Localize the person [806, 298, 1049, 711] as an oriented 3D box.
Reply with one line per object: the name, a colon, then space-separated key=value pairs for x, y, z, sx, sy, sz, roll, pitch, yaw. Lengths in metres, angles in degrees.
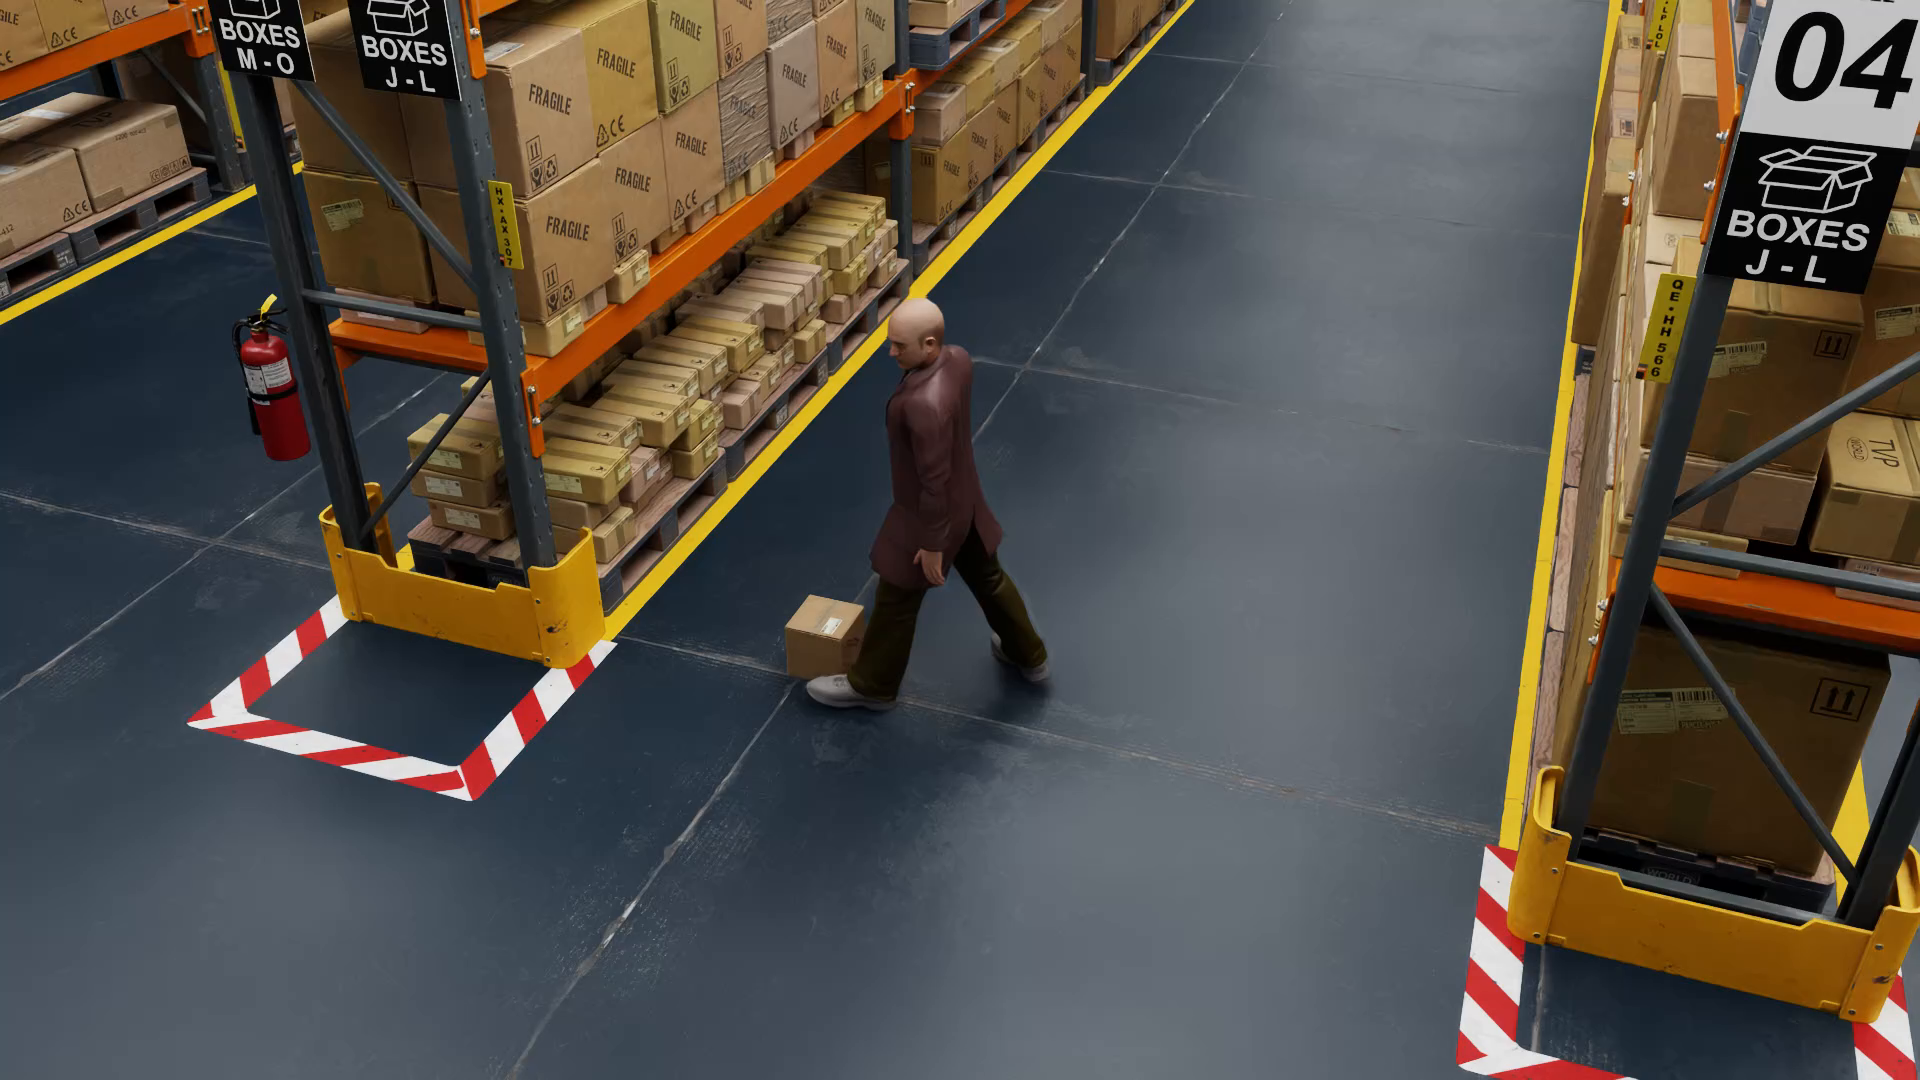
person: x=-0.102 y=-0.137 z=6.384 sx=0.901 sy=1.761 sz=0.697 roll=10 pitch=34 yaw=15
